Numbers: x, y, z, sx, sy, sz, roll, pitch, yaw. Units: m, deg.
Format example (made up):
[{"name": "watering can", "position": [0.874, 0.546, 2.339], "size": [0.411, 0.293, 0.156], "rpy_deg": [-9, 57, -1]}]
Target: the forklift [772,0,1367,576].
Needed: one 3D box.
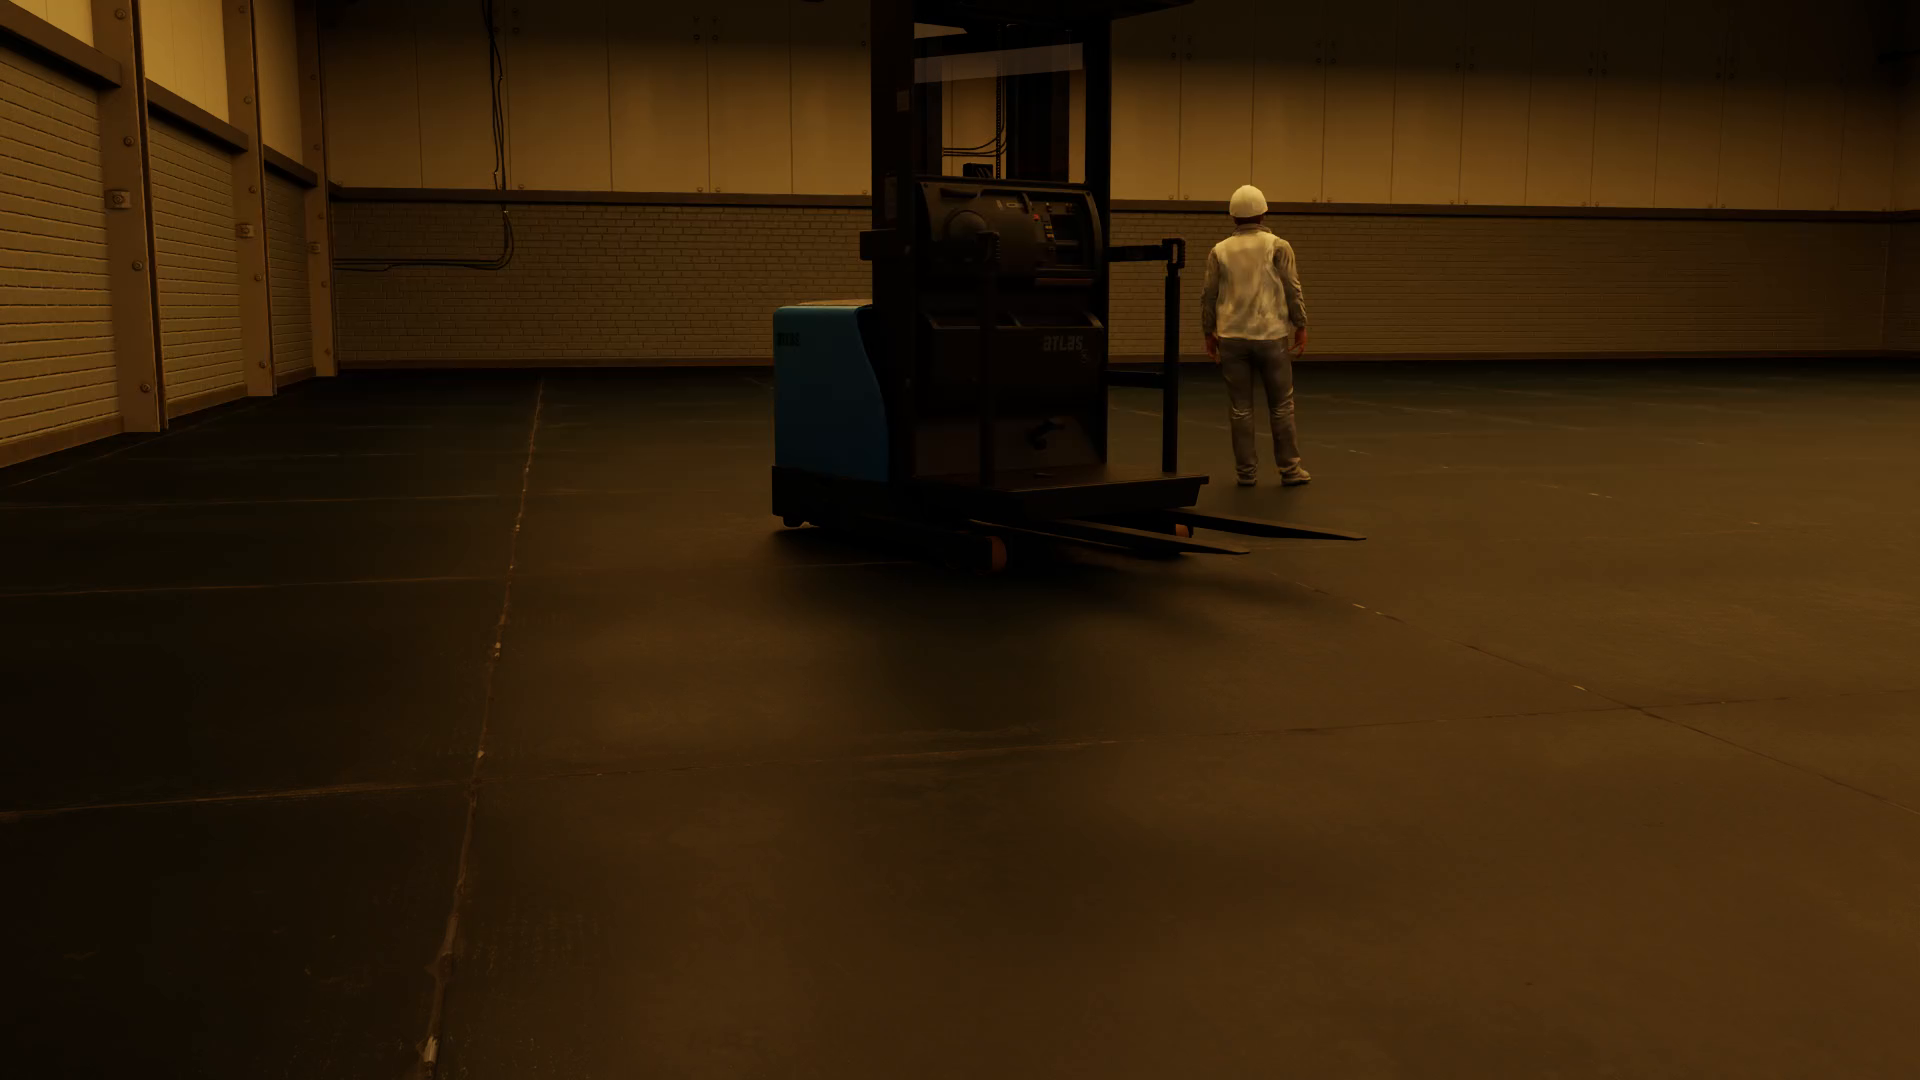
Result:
[{"name": "forklift", "position": [0.355, -1.383, 7.015], "size": [1.130, 2.935, 3.031], "rpy_deg": [-6, 10, -35]}]

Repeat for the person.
[{"name": "person", "position": [1.784, -1.225, 10.009], "size": [0.634, 1.775, 0.566], "rpy_deg": [3, 9, 21]}]
